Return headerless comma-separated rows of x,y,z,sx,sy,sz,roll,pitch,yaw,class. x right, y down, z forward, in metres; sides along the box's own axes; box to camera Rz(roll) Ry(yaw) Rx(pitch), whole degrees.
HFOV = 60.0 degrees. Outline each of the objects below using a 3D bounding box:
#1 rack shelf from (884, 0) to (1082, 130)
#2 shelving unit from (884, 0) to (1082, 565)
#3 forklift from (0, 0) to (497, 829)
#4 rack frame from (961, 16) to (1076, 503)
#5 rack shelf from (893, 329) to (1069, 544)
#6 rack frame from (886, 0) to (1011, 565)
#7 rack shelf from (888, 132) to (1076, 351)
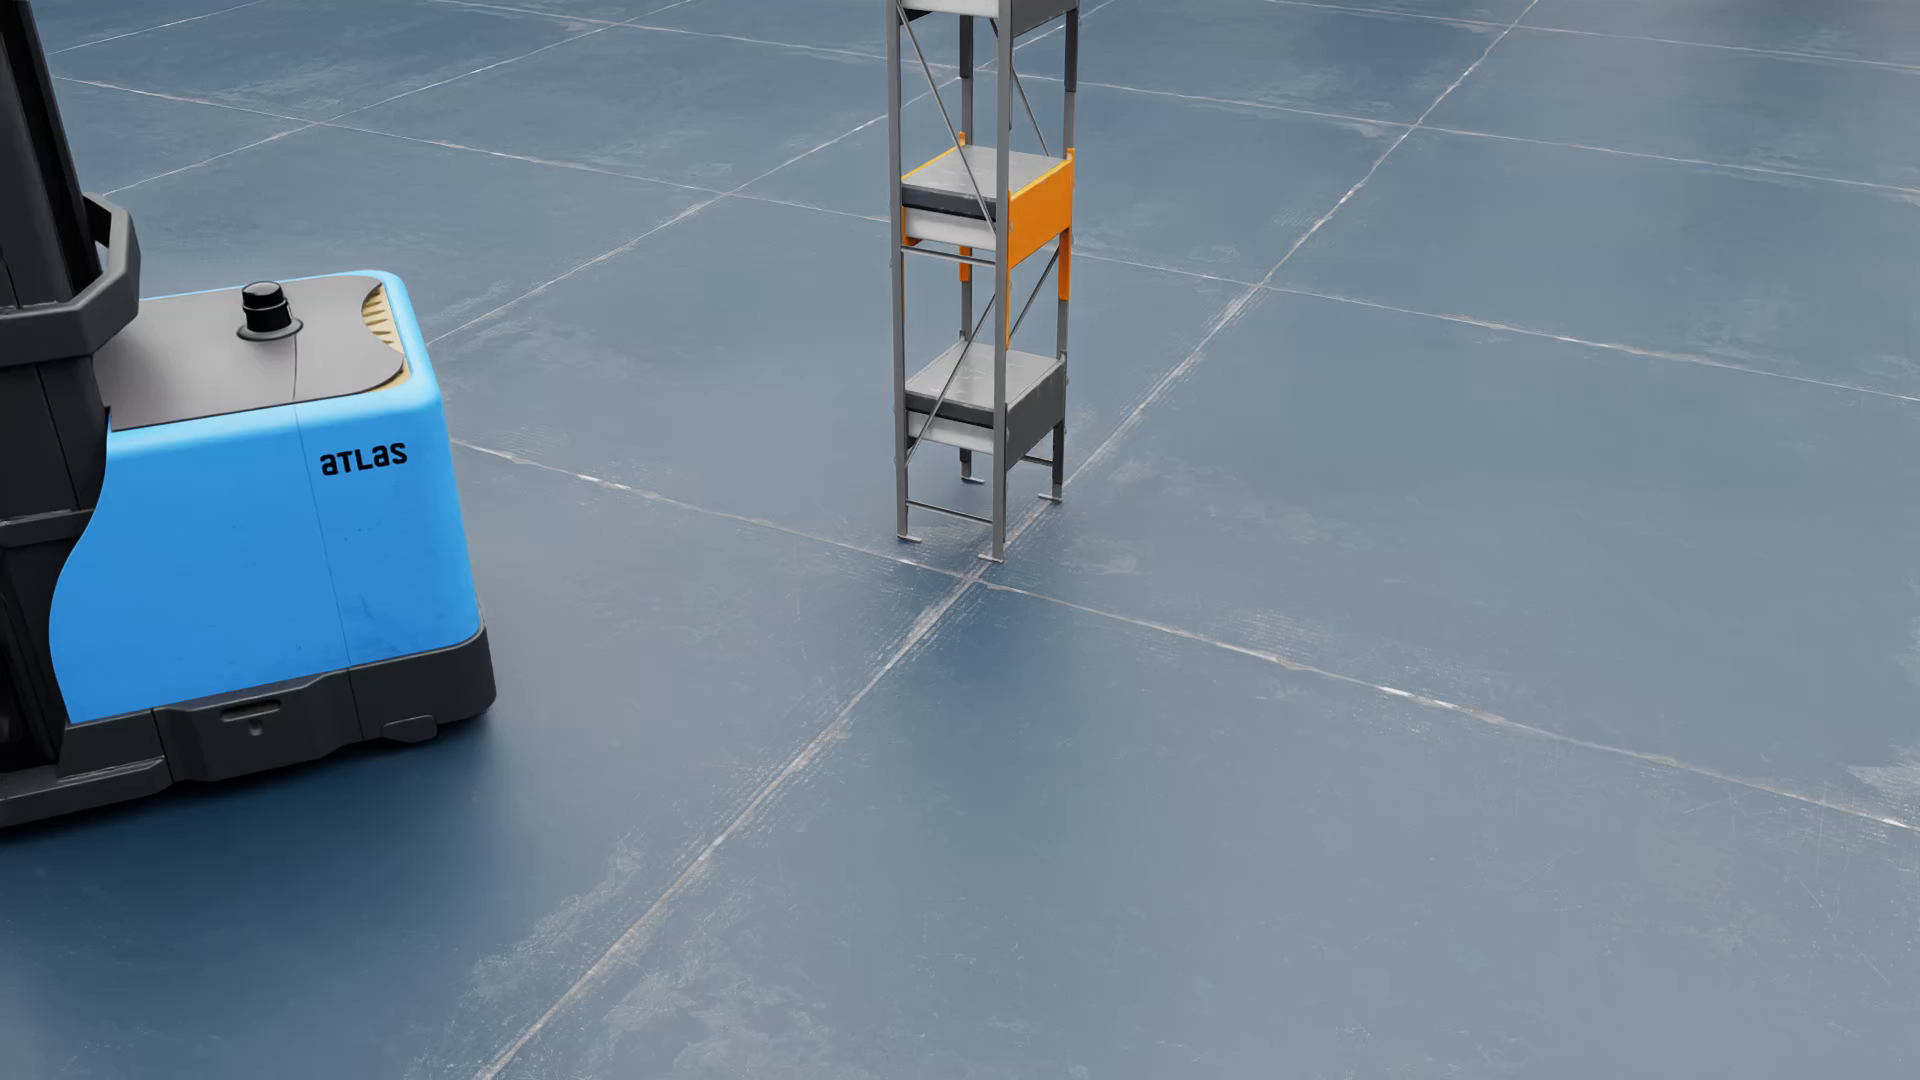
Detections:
0.075,-1.579,5.013,0.431,0.518,0.480,14,33,23,rack shelf
0.075,-0.984,5.355,0.431,2.100,0.503,14,33,23,shelving unit
-2.910,-0.674,3.980,3.031,2.935,1.130,-12,32,-19,forklift
0.187,-1.092,5.543,0.400,2.100,0.015,14,33,23,rack frame
0.075,-0.365,5.710,0.431,0.518,0.480,14,33,23,rack shelf
-0.036,-0.876,5.167,0.400,2.100,0.015,14,33,23,rack frame
0.075,-0.972,5.362,0.431,0.518,0.480,14,33,23,rack shelf
